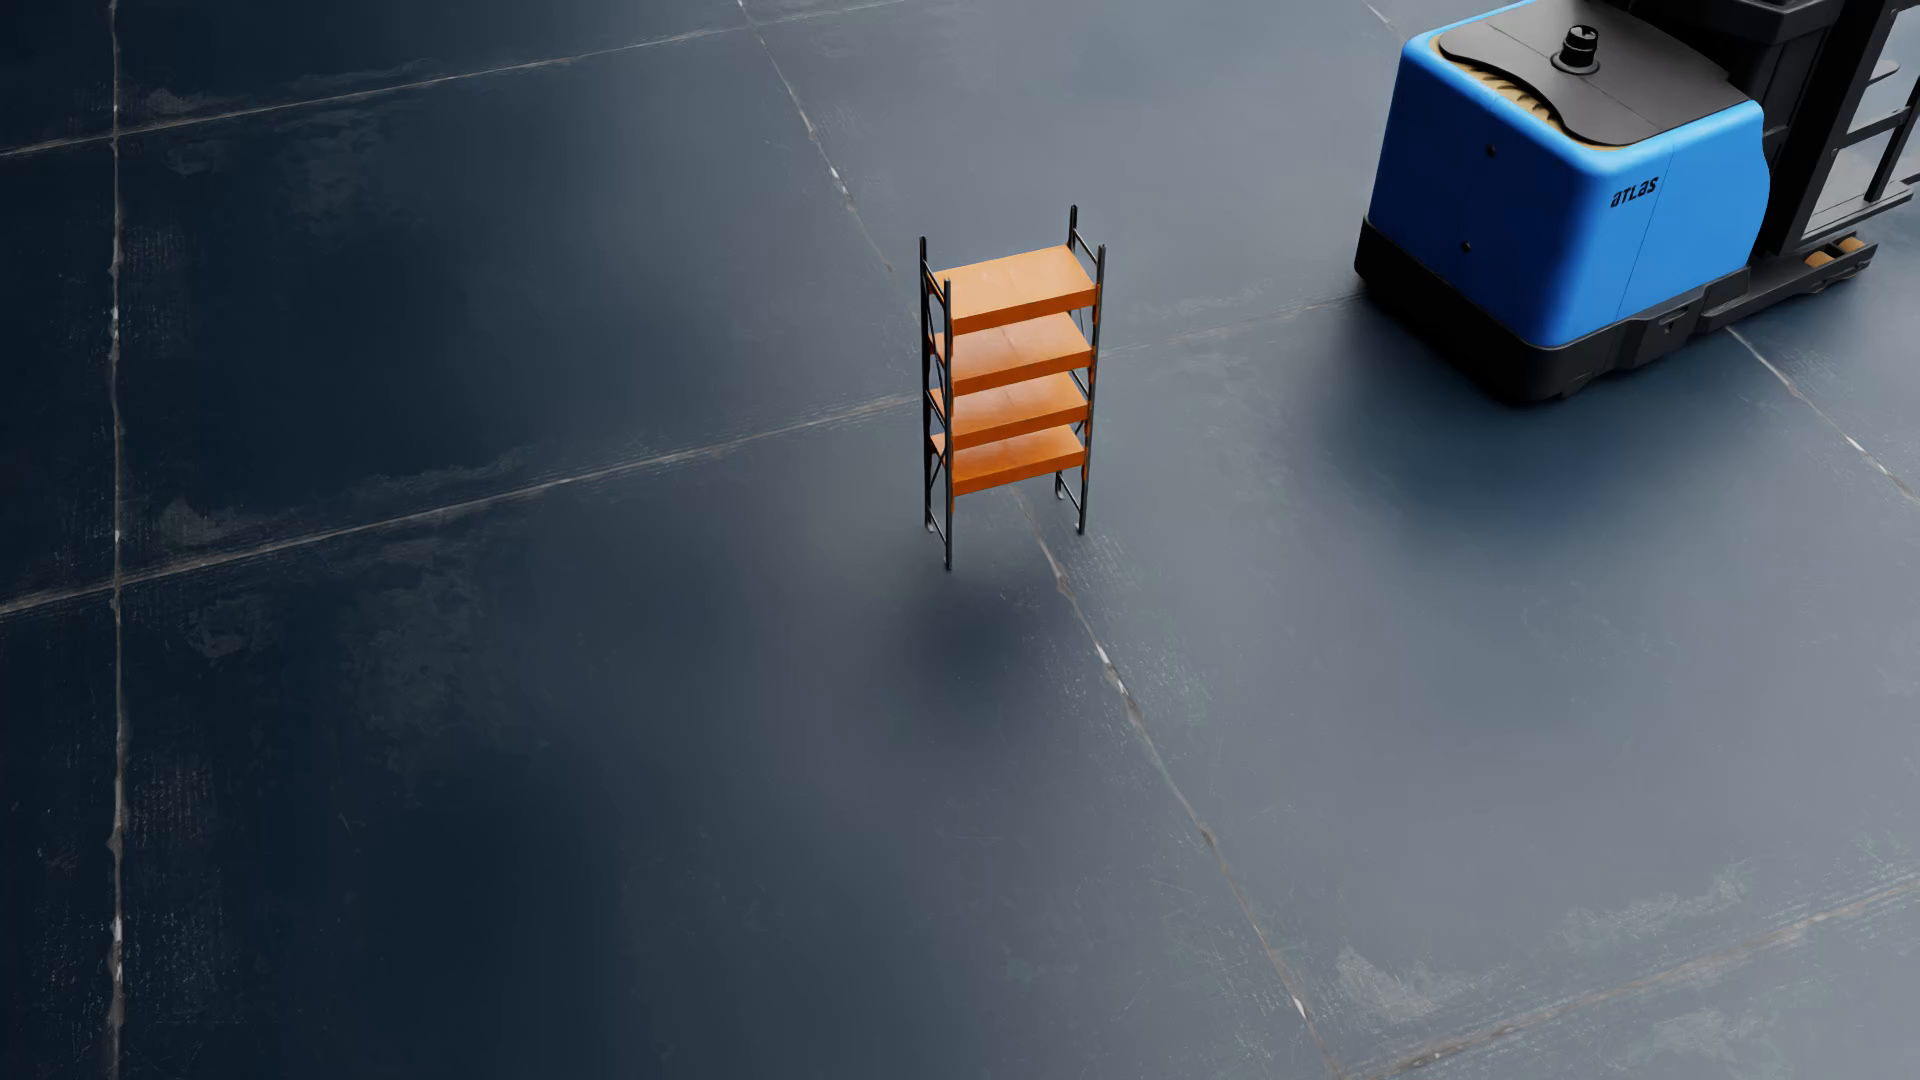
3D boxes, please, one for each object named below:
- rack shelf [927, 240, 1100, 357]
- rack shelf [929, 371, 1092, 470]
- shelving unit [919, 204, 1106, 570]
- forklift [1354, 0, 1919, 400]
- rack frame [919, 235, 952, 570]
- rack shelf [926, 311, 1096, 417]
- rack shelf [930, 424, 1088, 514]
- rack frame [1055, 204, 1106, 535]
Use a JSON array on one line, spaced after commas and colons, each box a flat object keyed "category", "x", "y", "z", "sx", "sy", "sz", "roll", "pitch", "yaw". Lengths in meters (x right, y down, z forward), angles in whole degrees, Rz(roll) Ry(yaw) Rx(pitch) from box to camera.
[{"category": "rack shelf", "x": 0.156, "y": -0.741, "z": 5.086, "sx": 0.480, "sy": 0.148, "sz": 0.258, "roll": -14, "pitch": 47, "yaw": -14}, {"category": "rack shelf", "x": 0.156, "y": -0.416, "z": 5.412, "sx": 0.480, "sy": 0.148, "sz": 0.258, "roll": -14, "pitch": 47, "yaw": -14}, {"category": "shelving unit", "x": 0.156, "y": -0.463, "z": 5.365, "sx": 0.503, "sy": 1.200, "sz": 0.258, "roll": -14, "pitch": 47, "yaw": -14}, {"category": "forklift", "x": 3.132, "y": -2.335, "z": 6.008, "sx": 3.031, "sy": 2.935, "sz": 1.130, "roll": -23, "pitch": 49, "yaw": -21}, {"category": "rack frame", "x": -0.074, "y": -0.405, "z": 5.306, "sx": 0.015, "sy": 1.200, "sz": 0.240, "roll": -14, "pitch": 47, "yaw": -14}, {"category": "rack shelf", "x": 0.156, "y": -0.574, "z": 5.254, "sx": 0.480, "sy": 0.148, "sz": 0.258, "roll": -14, "pitch": 47, "yaw": -14}, {"category": "rack shelf", "x": 0.156, "y": -0.276, "z": 5.553, "sx": 0.480, "sy": 0.148, "sz": 0.258, "roll": -14, "pitch": 47, "yaw": -14}, {"category": "rack frame", "x": 0.385, "y": -0.522, "z": 5.423, "sx": 0.015, "sy": 1.200, "sz": 0.240, "roll": -14, "pitch": 47, "yaw": -14}]
